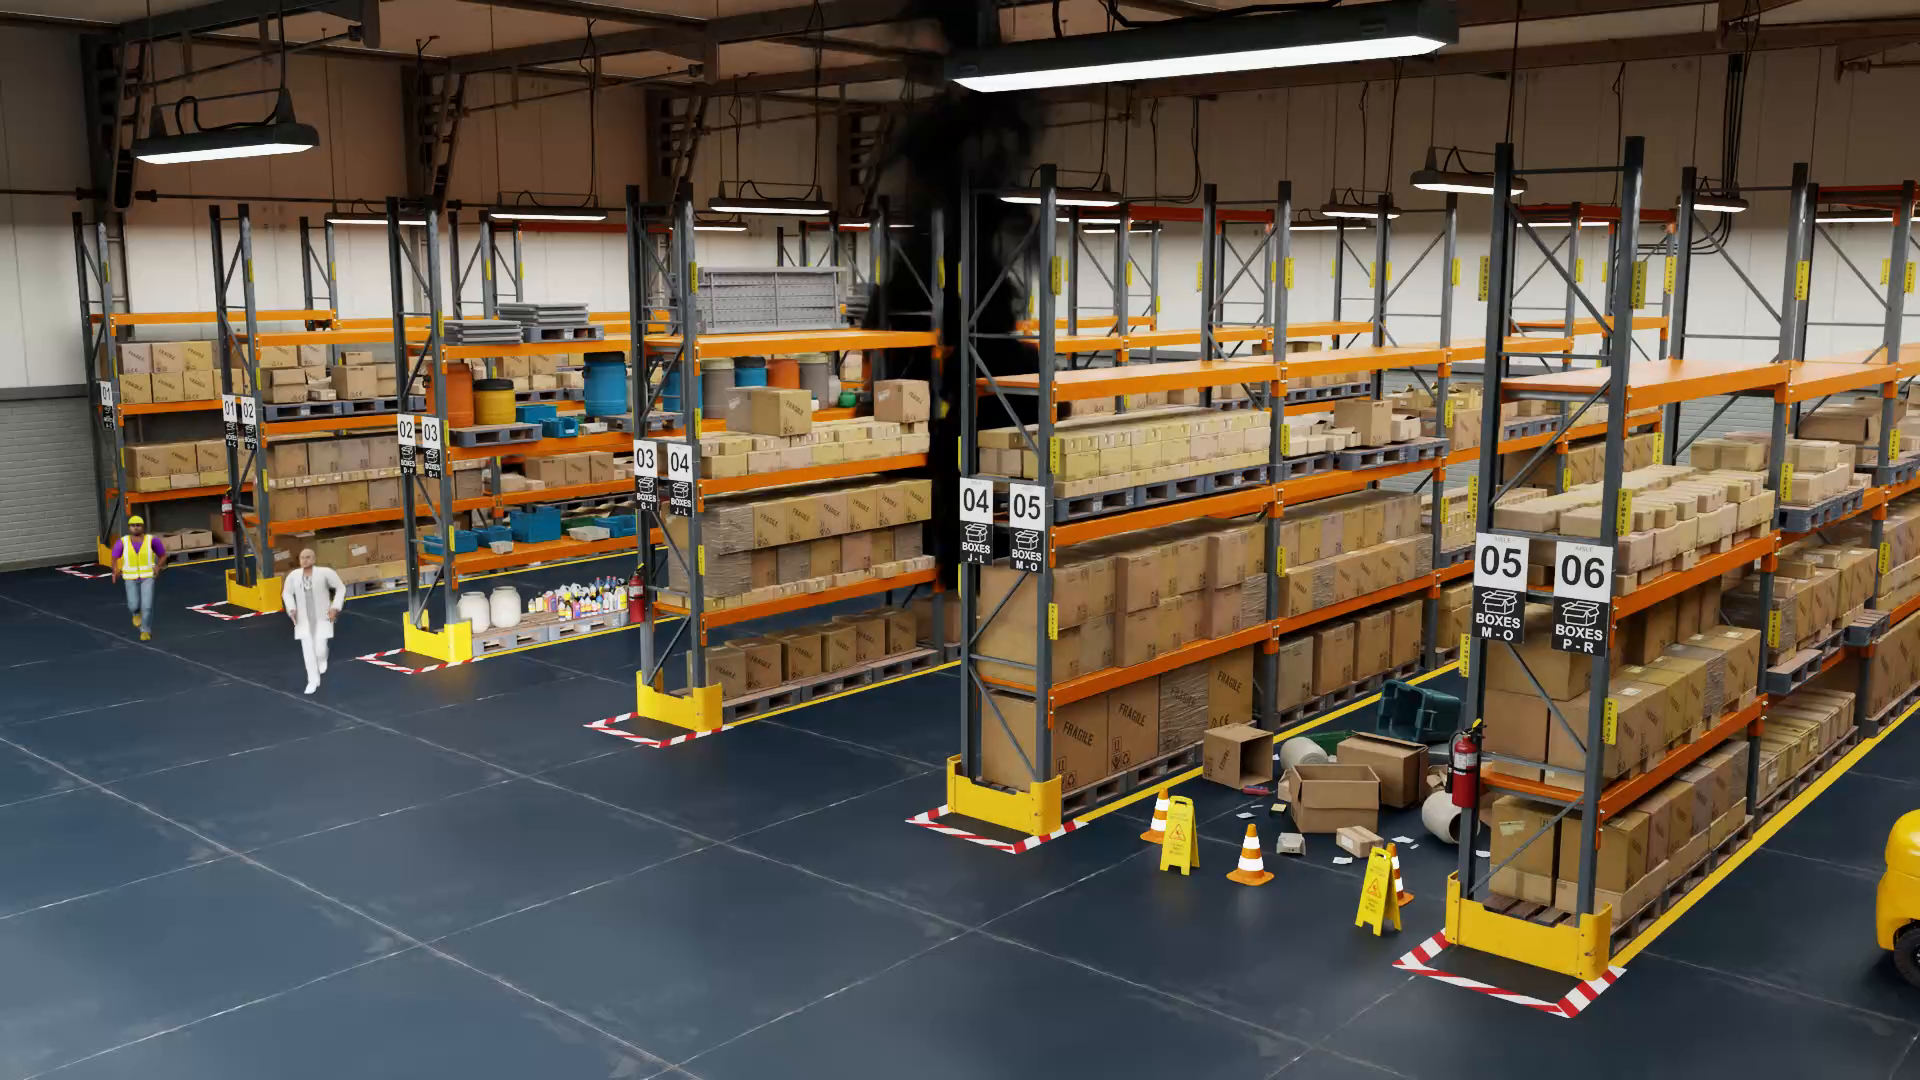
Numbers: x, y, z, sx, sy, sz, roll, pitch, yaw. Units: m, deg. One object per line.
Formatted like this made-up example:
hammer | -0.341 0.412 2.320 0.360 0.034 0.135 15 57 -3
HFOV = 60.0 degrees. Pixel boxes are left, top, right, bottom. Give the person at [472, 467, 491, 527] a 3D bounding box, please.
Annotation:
person | -8.695 -0.681 30.282 0.657 1.696 0.601 5 11 28

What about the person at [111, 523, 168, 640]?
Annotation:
person | -11.350 0.533 23.035 0.713 1.684 0.592 -4 10 -23

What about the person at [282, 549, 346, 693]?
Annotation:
person | -7.883 0.955 20.346 0.729 1.759 0.712 -1 10 -9
